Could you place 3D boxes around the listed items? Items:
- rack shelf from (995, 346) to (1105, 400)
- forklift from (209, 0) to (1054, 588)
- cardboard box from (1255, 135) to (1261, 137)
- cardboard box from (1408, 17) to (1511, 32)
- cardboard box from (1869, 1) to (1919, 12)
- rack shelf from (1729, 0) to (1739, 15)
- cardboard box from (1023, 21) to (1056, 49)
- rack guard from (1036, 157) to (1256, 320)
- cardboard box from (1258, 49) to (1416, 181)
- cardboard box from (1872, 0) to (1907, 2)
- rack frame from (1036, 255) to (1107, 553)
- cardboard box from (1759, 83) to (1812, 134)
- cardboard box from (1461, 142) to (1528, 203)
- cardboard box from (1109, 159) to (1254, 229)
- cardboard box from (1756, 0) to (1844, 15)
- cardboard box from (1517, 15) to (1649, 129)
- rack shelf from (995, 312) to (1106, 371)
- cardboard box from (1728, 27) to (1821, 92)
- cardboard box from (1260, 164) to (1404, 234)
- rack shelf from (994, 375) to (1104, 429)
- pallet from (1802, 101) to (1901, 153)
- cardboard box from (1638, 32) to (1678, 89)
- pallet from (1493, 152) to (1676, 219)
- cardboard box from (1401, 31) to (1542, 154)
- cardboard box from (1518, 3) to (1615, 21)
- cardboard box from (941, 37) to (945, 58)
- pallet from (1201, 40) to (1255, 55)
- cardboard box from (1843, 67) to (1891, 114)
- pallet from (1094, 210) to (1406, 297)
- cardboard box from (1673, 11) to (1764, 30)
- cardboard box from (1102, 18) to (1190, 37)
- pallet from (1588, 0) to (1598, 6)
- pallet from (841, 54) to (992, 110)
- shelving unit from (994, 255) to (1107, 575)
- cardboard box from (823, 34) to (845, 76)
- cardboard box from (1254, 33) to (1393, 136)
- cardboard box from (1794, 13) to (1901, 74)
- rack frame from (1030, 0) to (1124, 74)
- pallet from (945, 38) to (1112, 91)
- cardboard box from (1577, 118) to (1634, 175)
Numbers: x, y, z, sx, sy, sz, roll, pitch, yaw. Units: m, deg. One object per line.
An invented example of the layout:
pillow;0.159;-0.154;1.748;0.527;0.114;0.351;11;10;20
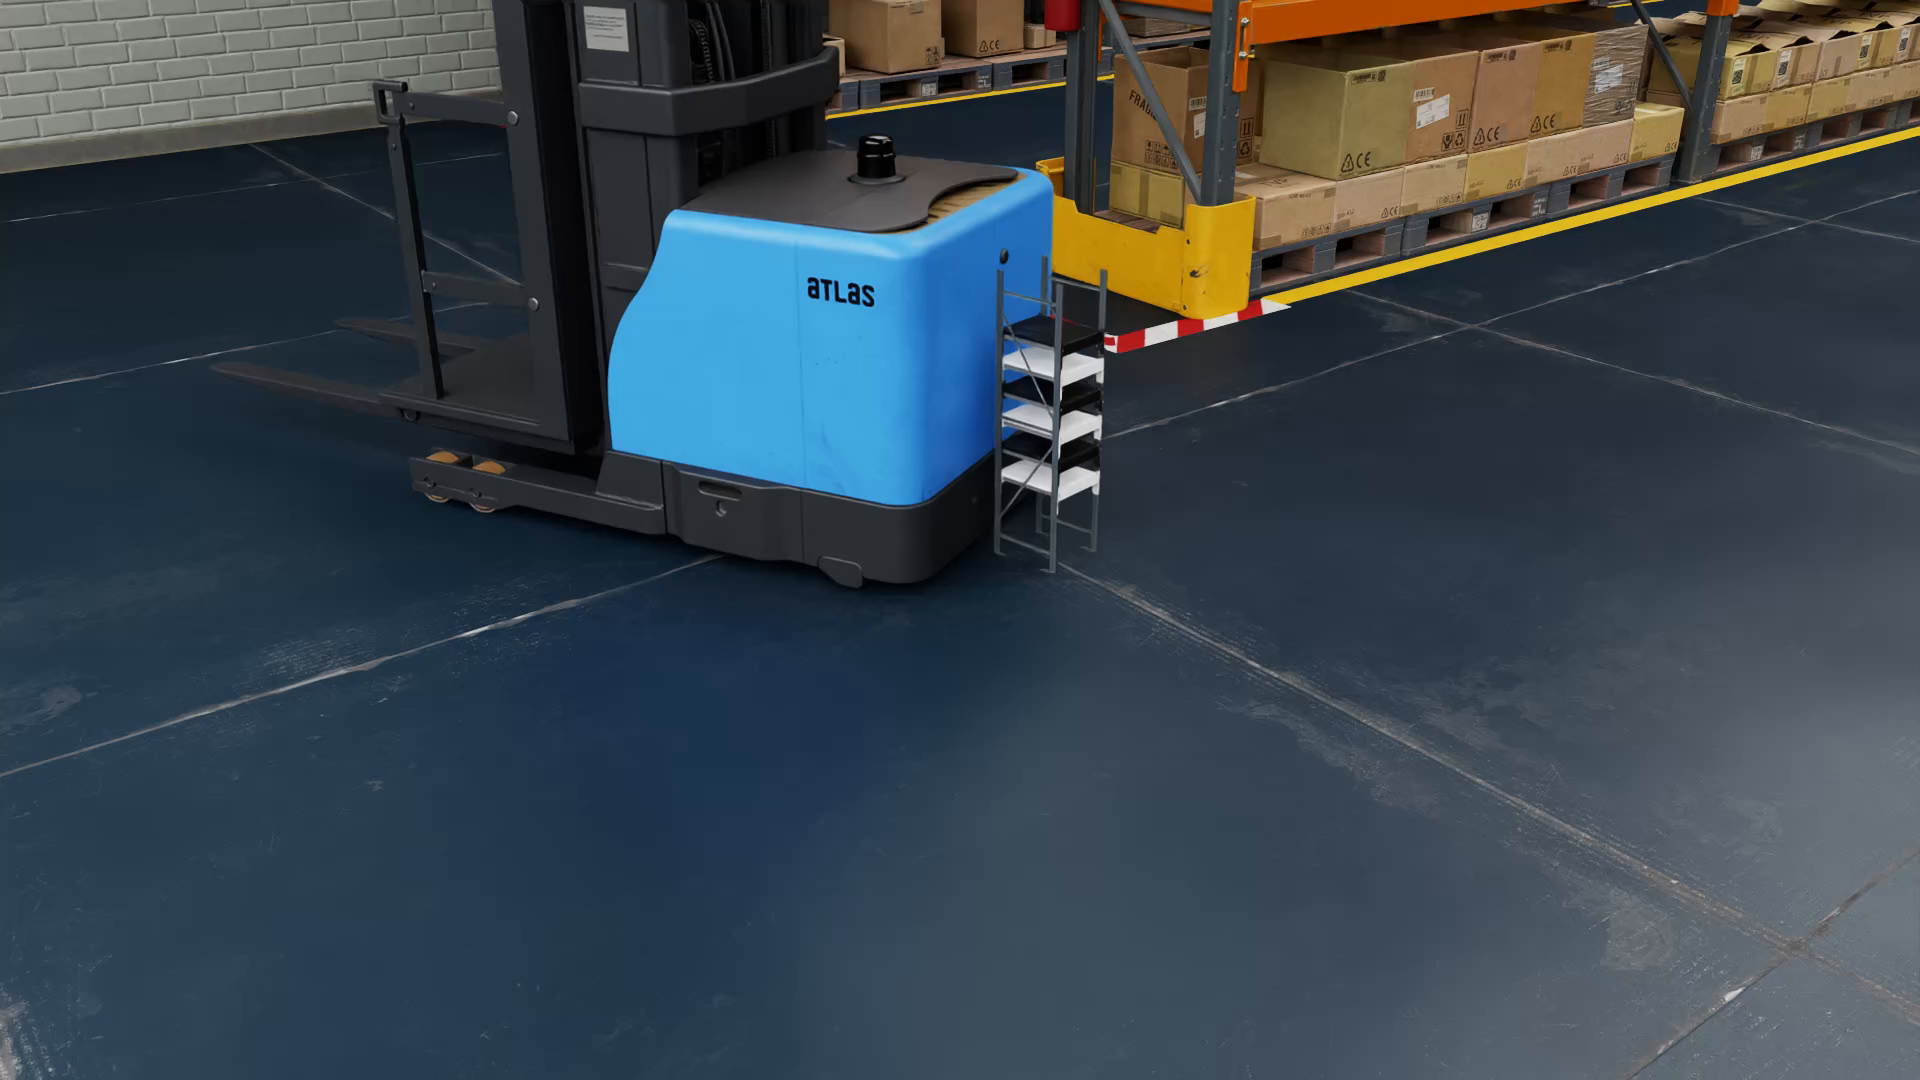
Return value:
rack shelf;0.265;-0.503;4.916;0.258;0.077;0.200;21;32;37
forklift;-1.247;-1.603;5.221;3.031;2.935;1.130;12;27;24
cardboard box;1.869;-2.012;8.790;0.500;0.250;0.500;-18;31;-34
cardboard box;2.654;-2.613;9.195;0.500;0.500;0.500;-18;31;-34
cardboard box;6.481;-3.488;11.305;0.500;0.311;0.500;-19;31;-35
rack shelf;5.572;-3.800;10.729;4.000;0.370;1.077;-18;31;-34
cardboard box;0.536;-4.012;13.175;0.380;0.166;0.250;22;33;39
rack guard;0.832;-1.427;7.732;0.348;0.500;1.175;-18;31;-34
cardboard box;1.802;-2.047;7.974;0.500;0.500;0.500;-18;31;-34
cardboard box;6.553;-3.804;11.986;0.500;0.311;0.500;-17;30;-32
rack frame;0.333;-0.402;5.047;0.240;0.900;0.006;21;32;37
cardboard box;4.872;-2.705;10.282;0.500;0.250;0.500;-17;30;-33
cardboard box;2.592;-1.965;8.689;0.500;0.250;0.500;-18;31;-34
cardboard box;1.091;-1.748;8.221;0.500;0.250;0.500;-18;31;-34
cardboard box;5.742;-3.534;11.402;0.500;0.311;0.500;-19;31;-35
cardboard box;3.368;-2.571;9.103;0.500;0.500;0.500;-18;31;-34
rack shelf;0.265;-0.585;4.878;0.258;0.077;0.200;21;32;37
cardboard box;4.875;-2.957;10.160;0.500;0.311;0.500;-19;31;-35
cardboard box;1.801;-1.707;8.133;0.500;0.250;0.500;-18;31;-34
rack shelf;0.265;-0.421;4.954;0.258;0.077;0.200;21;32;37
pallet;5.515;-2.865;11.172;1.213;0.211;1.003;-18;31;-34
cardboard box;4.140;-3.004;10.262;0.500;0.311;0.500;-18;31;-34
pallet;3.347;-2.149;9.630;1.213;0.211;1.003;-18;31;-34
cardboard box;2.592;-2.305;8.531;0.500;0.500;0.500;-18;31;-34
cardboard box;3.440;-2.873;9.754;0.500;0.500;0.500;-18;31;-34
cardboard box;-0.332;-3.744;12.618;0.250;0.149;0.380;-21;32;-38
pallet;2.511;-4.503;14.702;1.213;0.211;1.003;-18;31;-34
cardboard box;5.679;-2.972;10.858;0.500;0.250;0.500;-18;30;-33
pallet;1.427;-1.515;8.264;1.213;0.211;1.003;-18;31;-34
cardboard box;4.940;-3.270;10.835;0.500;0.311;0.500;-18;31;-34
cardboard box;1.508;-4.509;13.849;0.500;0.500;0.700;-17;30;-32
pallet;5.713;-5.516;16.884;1.213;0.211;1.003;-18;31;-34
pallet;-0.529;-3.477;12.491;1.213;0.211;1.003;-18;31;-34
shelving unit;0.265;-0.370;4.978;0.258;0.900;0.210;21;32;37
cardboard box;-1.160;-3.485;11.868;0.500;0.311;0.500;-15;29;-30
cardboard box;1.867;-2.353;8.634;0.500;0.500;0.500;-18;31;-34
cardboard box;5.686;-3.229;10.745;0.500;0.311;0.500;-17;30;-33
rack frame;0.939;-5.247;12.992;0.127;3.000;1.000;-18;31;-34
pallet;0.432;-3.796;13.178;1.213;0.211;1.003;-18;31;-34
cardboard box;3.369;-2.230;9.260;0.500;0.250;0.500;-18;31;-34
